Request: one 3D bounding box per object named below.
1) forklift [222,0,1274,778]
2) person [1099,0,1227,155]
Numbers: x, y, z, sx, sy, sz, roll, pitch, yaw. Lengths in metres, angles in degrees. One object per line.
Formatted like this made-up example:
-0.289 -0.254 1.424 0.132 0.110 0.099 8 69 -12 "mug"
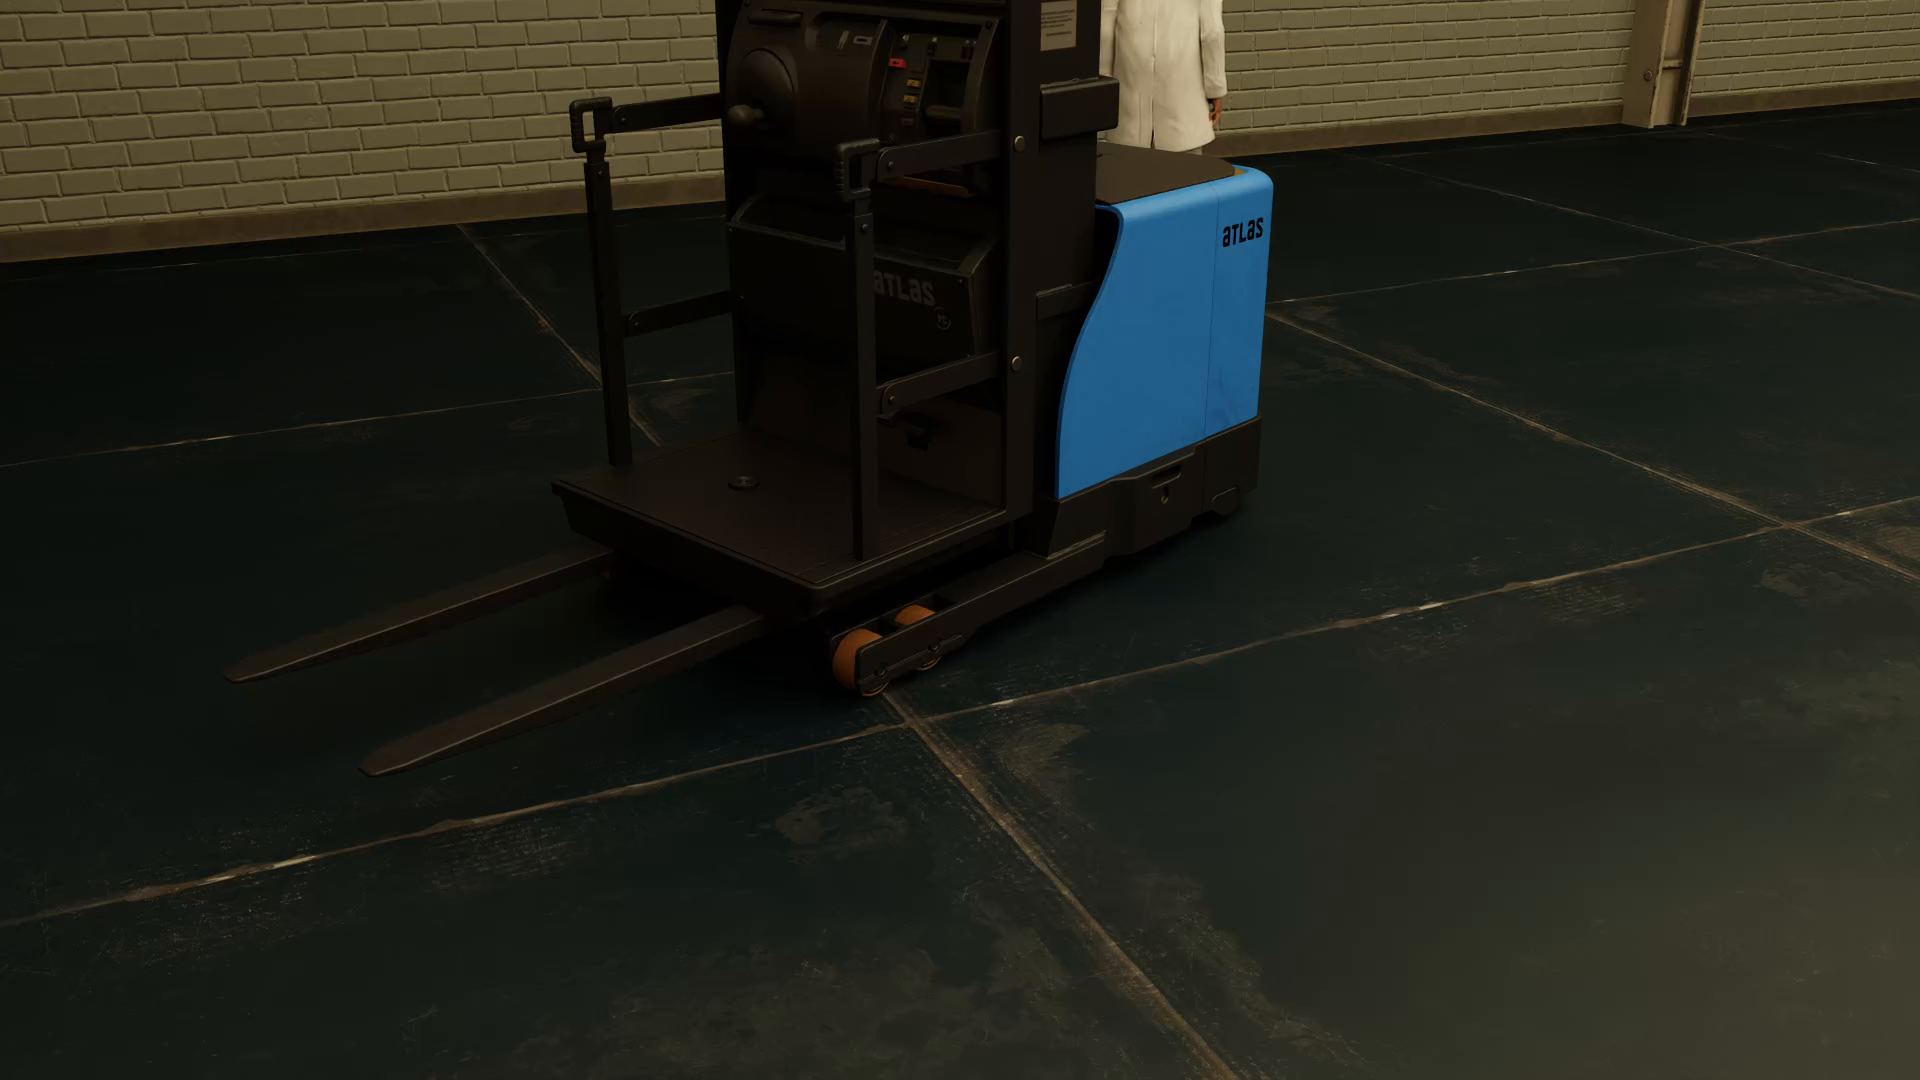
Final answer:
-0.413 -1.182 4.131 1.130 2.935 3.031 19 29 39 "forklift"
0.931 -2.095 7.839 0.645 1.772 0.436 6 23 13 "person"
